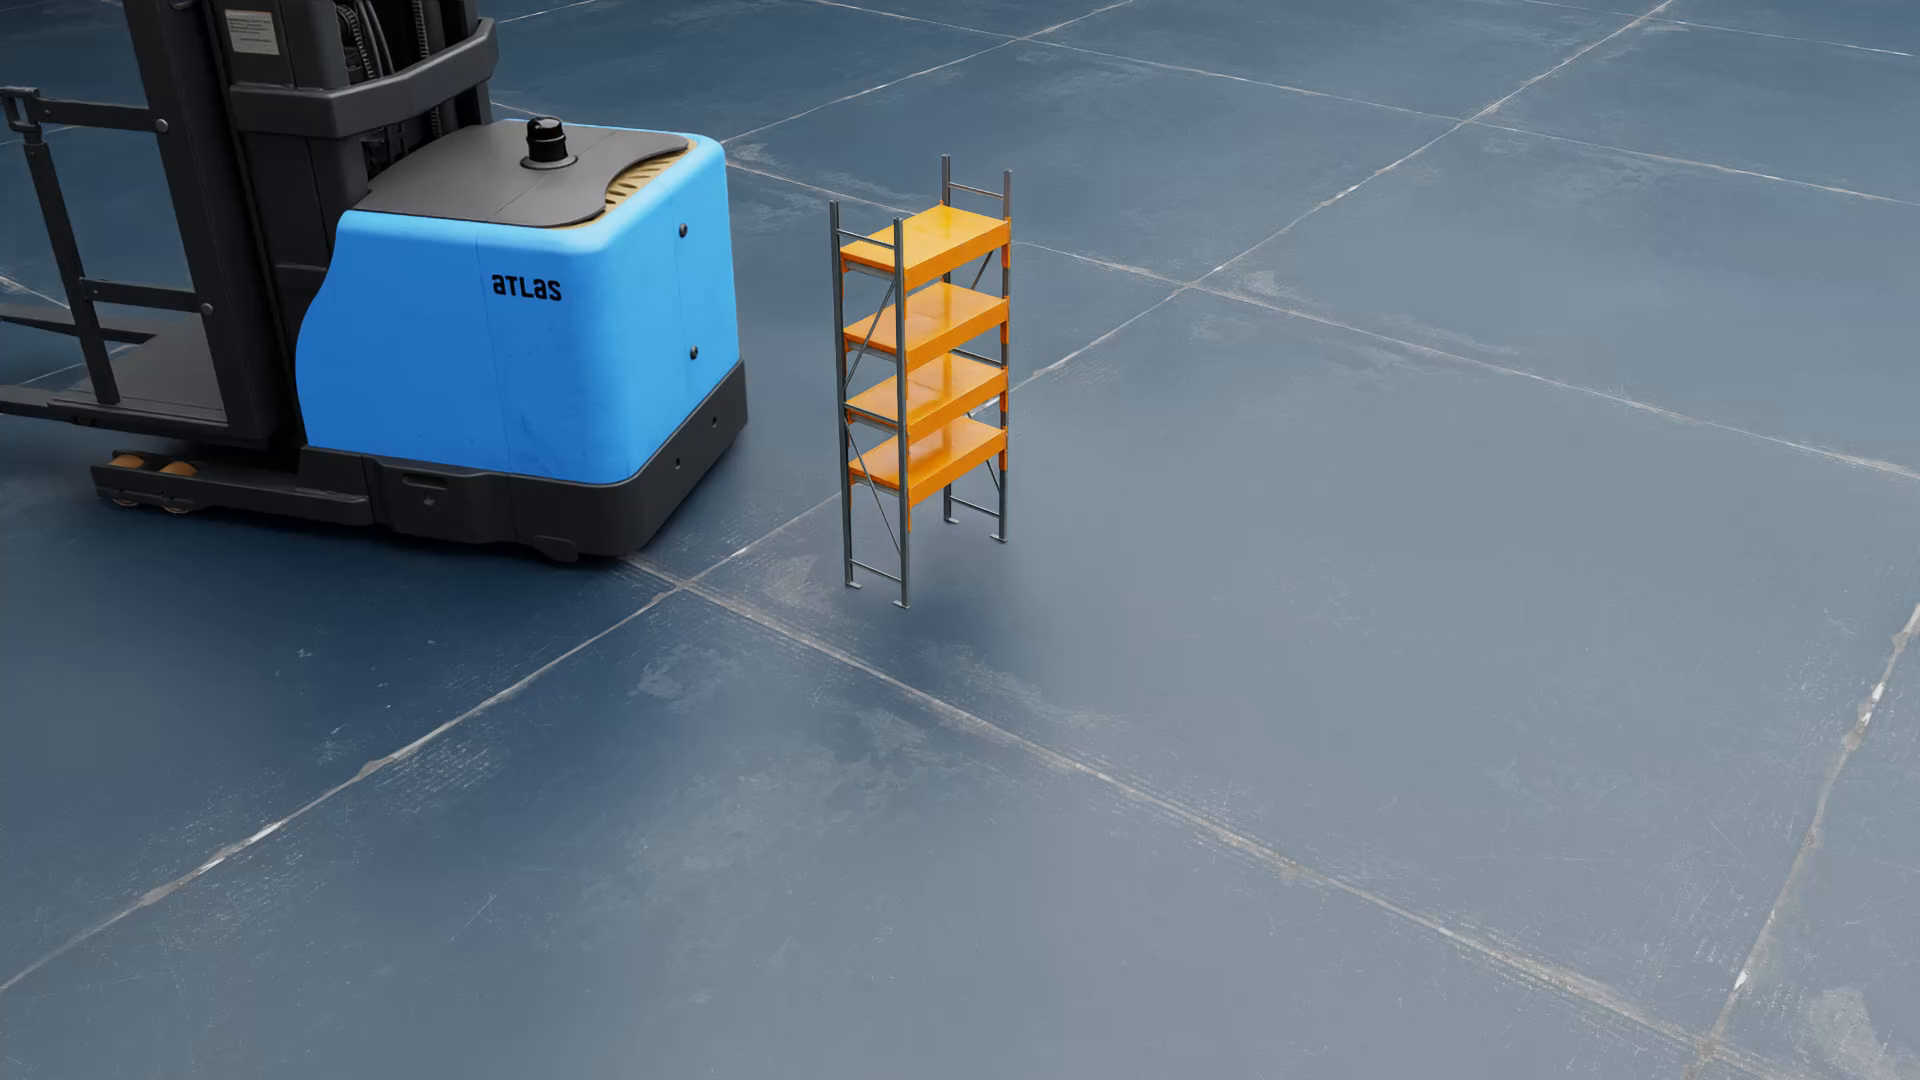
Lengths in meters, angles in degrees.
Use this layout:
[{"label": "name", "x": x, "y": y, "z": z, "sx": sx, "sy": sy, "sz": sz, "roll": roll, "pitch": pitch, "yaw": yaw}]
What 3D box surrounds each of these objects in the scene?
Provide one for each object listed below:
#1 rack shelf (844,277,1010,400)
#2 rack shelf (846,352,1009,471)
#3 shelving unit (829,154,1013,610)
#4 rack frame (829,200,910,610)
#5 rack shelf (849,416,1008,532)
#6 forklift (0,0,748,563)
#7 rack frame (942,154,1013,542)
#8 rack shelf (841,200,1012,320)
[{"label": "rack shelf", "x": -0.100, "y": -0.583, "z": 4.751, "sx": 0.258, "sy": 0.148, "sz": 0.480, "roll": 21, "pitch": 37, "yaw": 31}, {"label": "rack shelf", "x": -0.100, "y": -0.391, "z": 4.865, "sx": 0.258, "sy": 0.148, "sz": 0.480, "roll": 21, "pitch": 37, "yaw": 31}, {"label": "shelving unit", "x": -0.100, "y": -0.449, "z": 4.831, "sx": 0.258, "sy": 1.200, "sz": 0.503, "roll": 21, "pitch": 37, "yaw": 31}, {"label": "rack frame", "x": -0.247, "y": -0.350, "z": 4.663, "sx": 0.240, "sy": 1.200, "sz": 0.015, "roll": 21, "pitch": 37, "yaw": 31}, {"label": "rack shelf", "x": -0.100, "y": -0.220, "z": 4.966, "sx": 0.258, "sy": 0.148, "sz": 0.480, "roll": 21, "pitch": 37, "yaw": 31}, {"label": "forklift", "x": -2.315, "y": -1.595, "z": 5.066, "sx": 3.031, "sy": 2.935, "sz": 1.130, "roll": 8, "pitch": 32, "yaw": 13}, {"label": "rack frame", "x": 0.047, "y": -0.548, "z": 4.998, "sx": 0.240, "sy": 1.200, "sz": 0.015, "roll": 21, "pitch": 37, "yaw": 31}, {"label": "rack shelf", "x": -0.100, "y": -0.787, "z": 4.630, "sx": 0.258, "sy": 0.148, "sz": 0.480, "roll": 21, "pitch": 37, "yaw": 31}]
